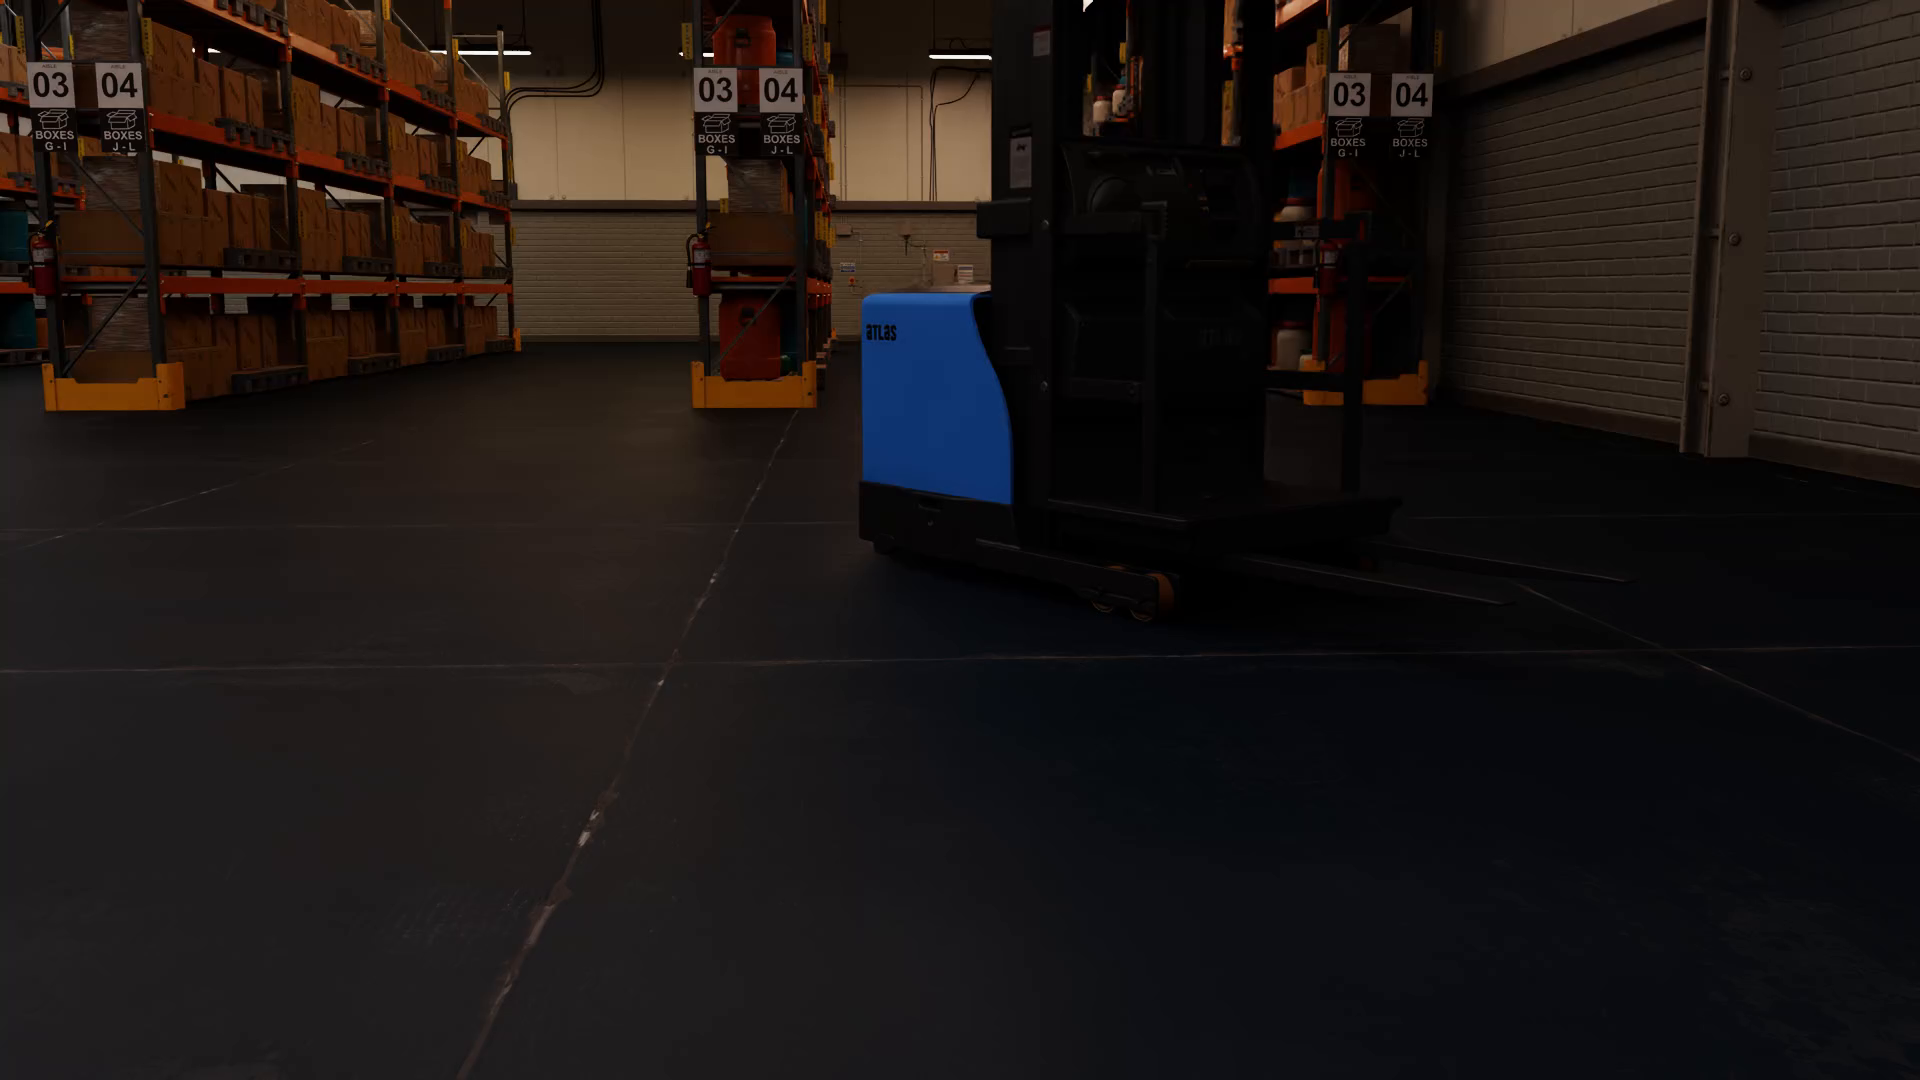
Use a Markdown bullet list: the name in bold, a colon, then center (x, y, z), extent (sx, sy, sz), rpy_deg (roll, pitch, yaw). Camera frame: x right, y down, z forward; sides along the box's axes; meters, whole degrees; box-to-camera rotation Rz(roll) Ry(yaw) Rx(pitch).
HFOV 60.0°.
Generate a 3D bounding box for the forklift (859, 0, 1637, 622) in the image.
- **forklift**: center (0.864, -1.260, 5.813), extent (1.130, 2.935, 3.031), rpy_deg (-6, 10, -36)
